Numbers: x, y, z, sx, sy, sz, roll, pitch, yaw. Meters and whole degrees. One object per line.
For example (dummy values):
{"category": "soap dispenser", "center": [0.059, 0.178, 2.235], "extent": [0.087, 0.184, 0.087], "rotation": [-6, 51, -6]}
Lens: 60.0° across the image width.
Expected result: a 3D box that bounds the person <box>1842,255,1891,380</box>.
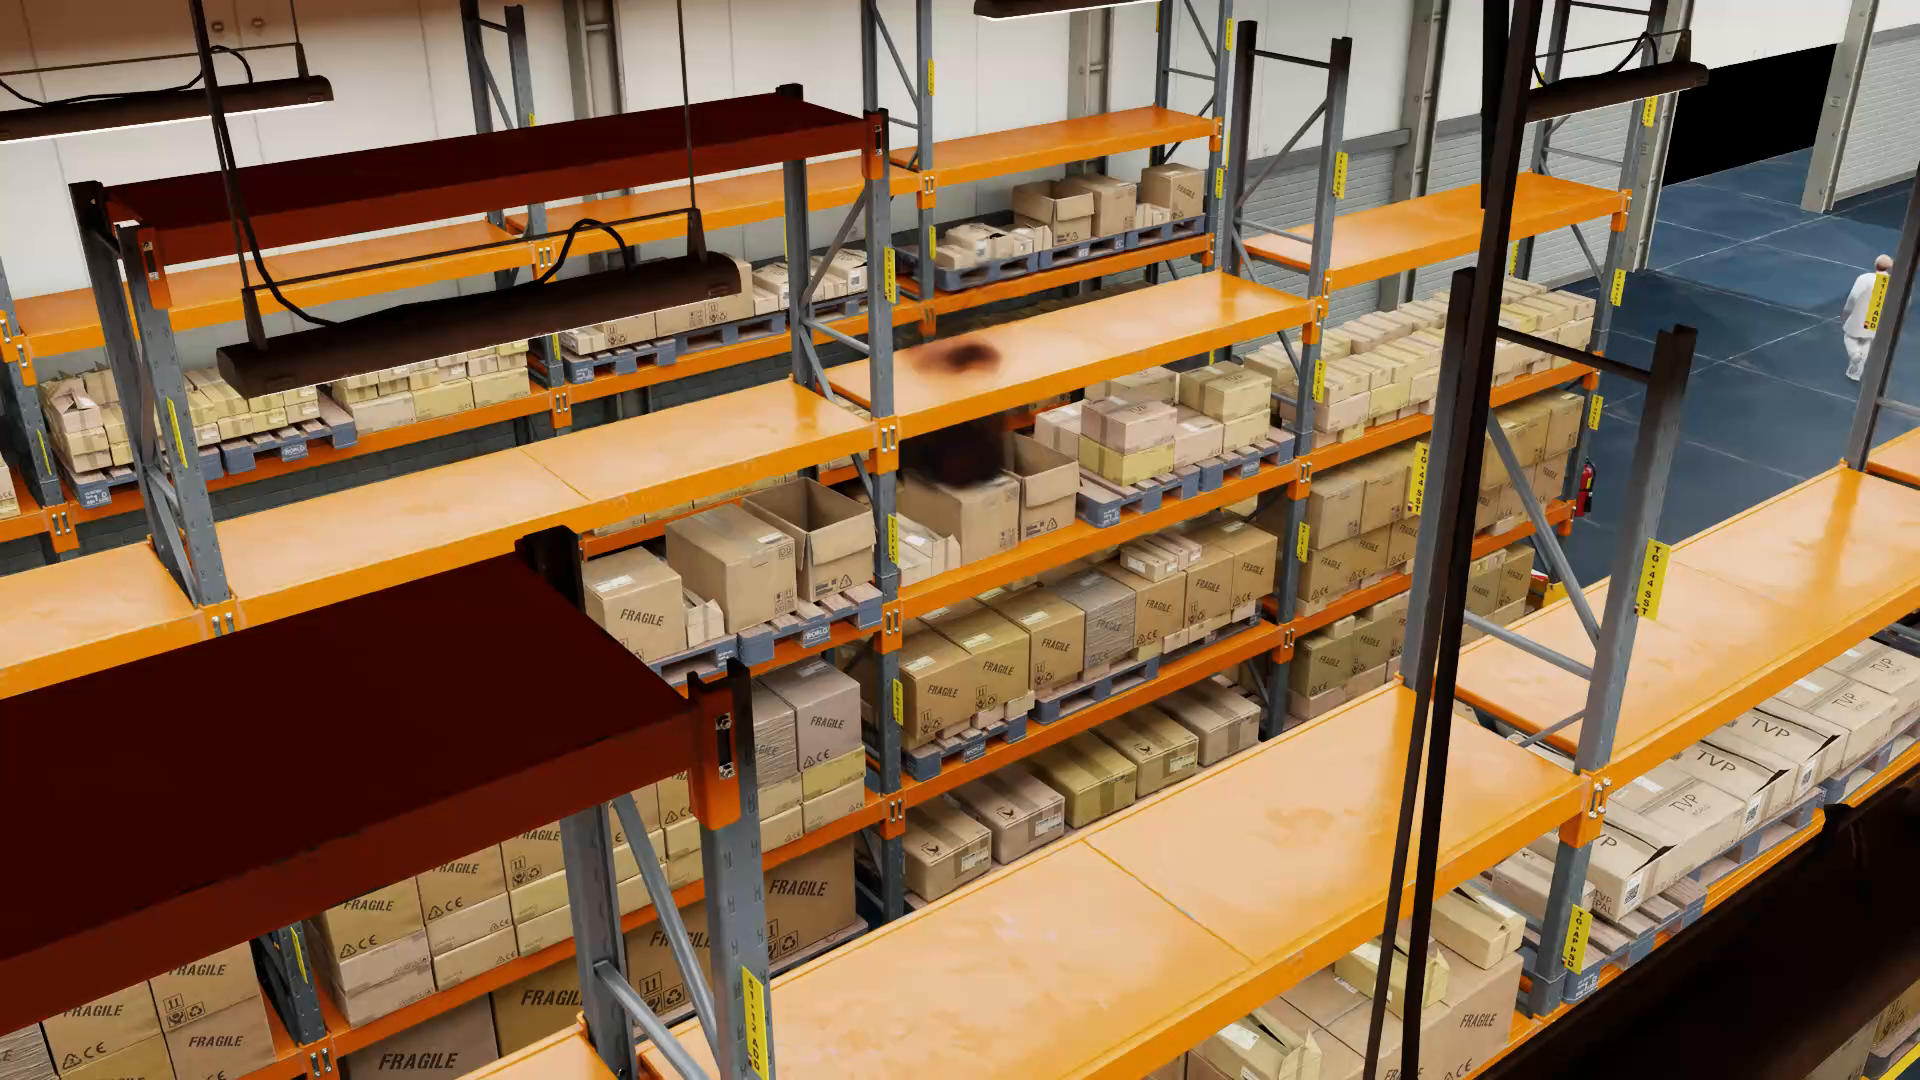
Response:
{"category": "person", "center": [12.147, -2.970, 22.229], "extent": [0.711, 1.735, 0.637], "rotation": [4, 26, 9]}
